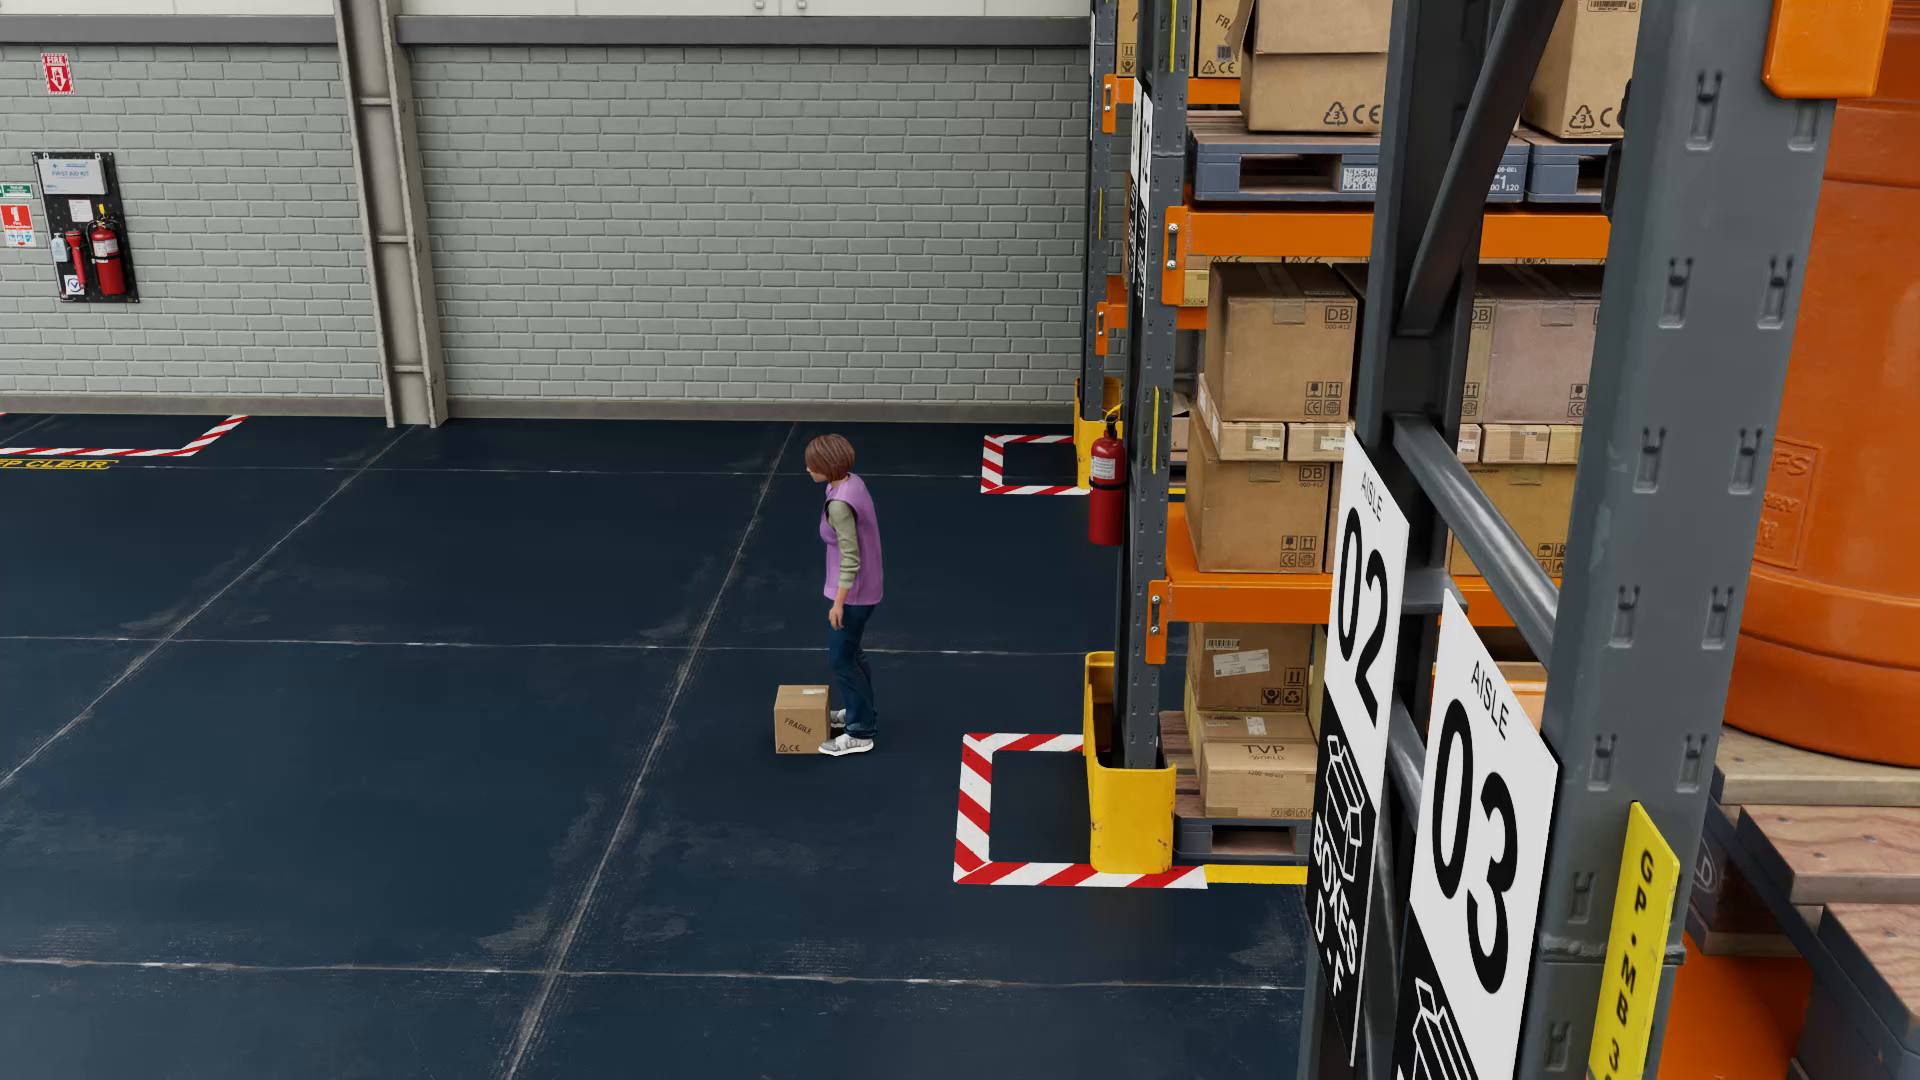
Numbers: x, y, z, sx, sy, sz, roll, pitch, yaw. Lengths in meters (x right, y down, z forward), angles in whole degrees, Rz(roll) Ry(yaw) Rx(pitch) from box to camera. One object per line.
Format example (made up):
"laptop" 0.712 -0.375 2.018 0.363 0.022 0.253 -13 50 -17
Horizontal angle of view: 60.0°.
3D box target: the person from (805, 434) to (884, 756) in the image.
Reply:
"person" -0.539 0.254 7.938 0.349 1.593 0.467 0 21 1
